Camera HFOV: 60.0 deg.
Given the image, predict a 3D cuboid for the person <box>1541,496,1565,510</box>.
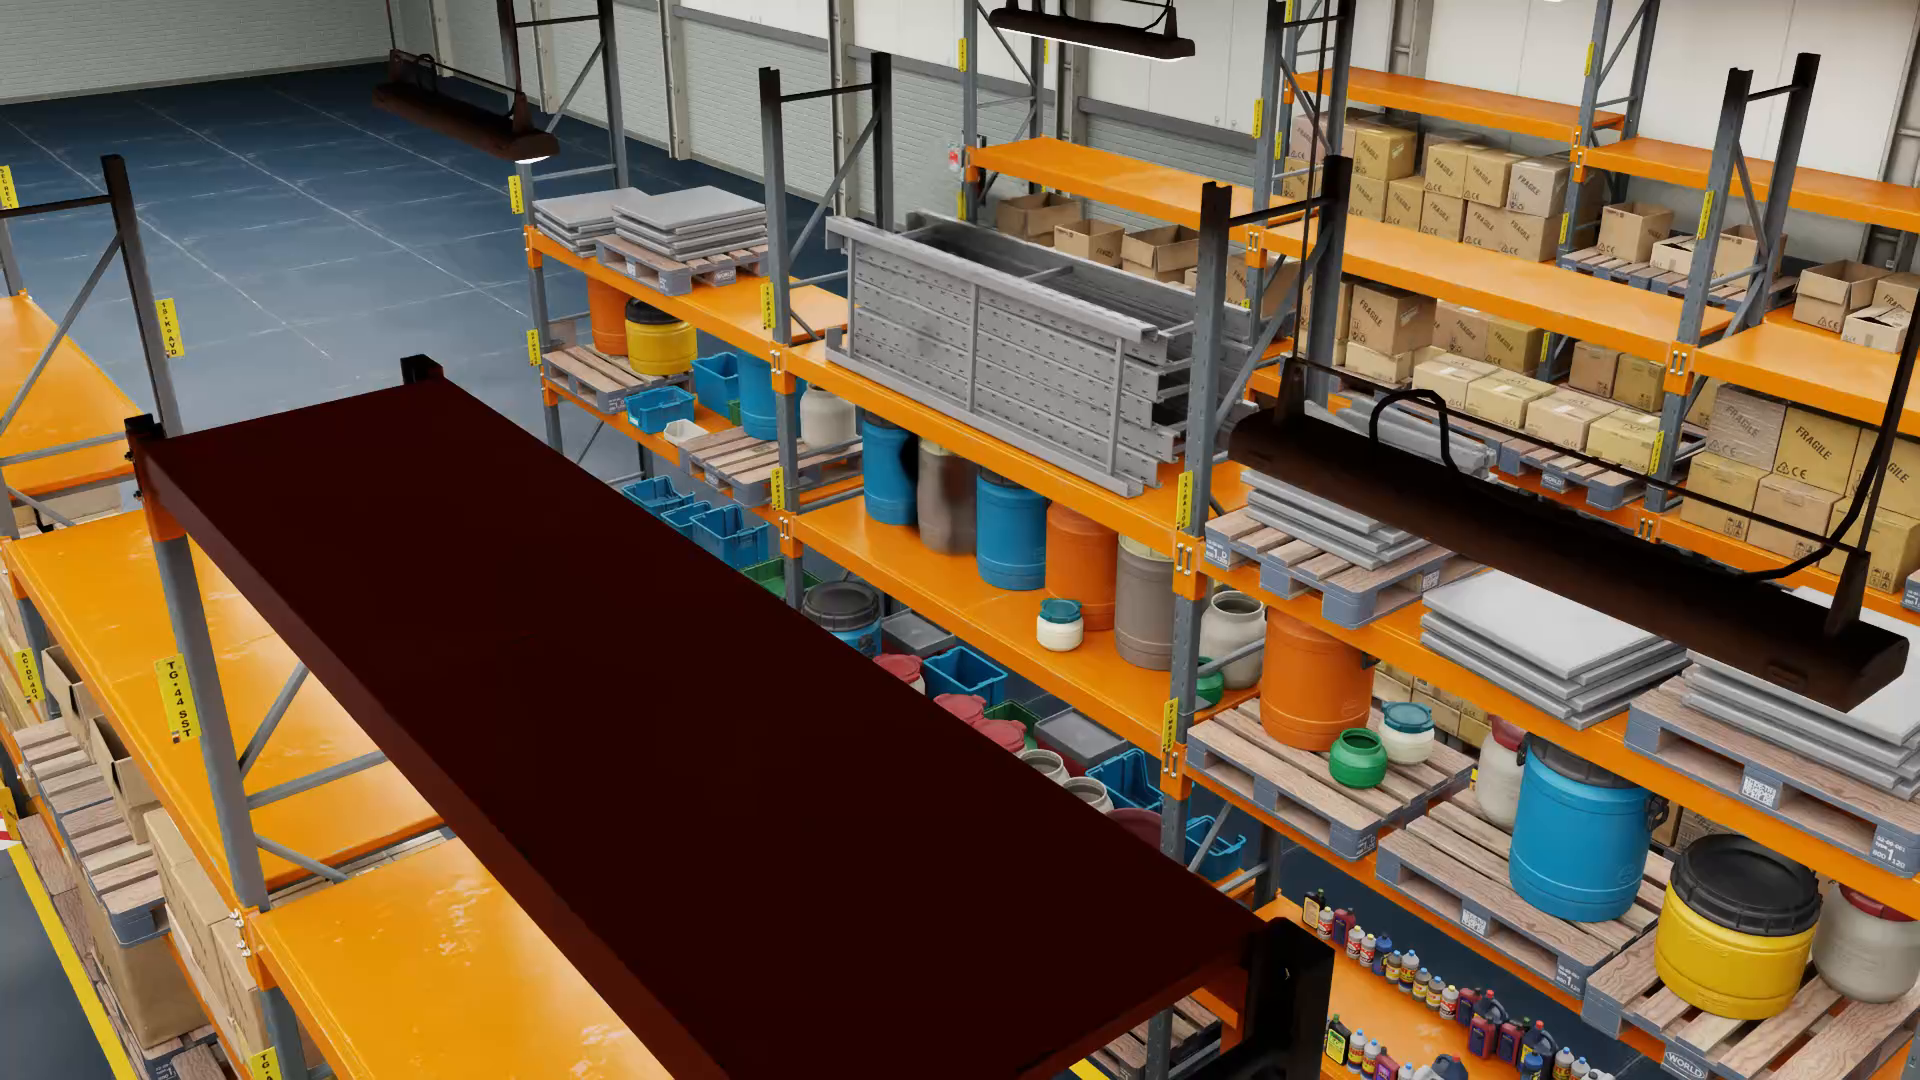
[{"bbox_3d":[5.658,0.219,16.024,0.594,1.554,0.513,22,33,37],"label":"person"}]
